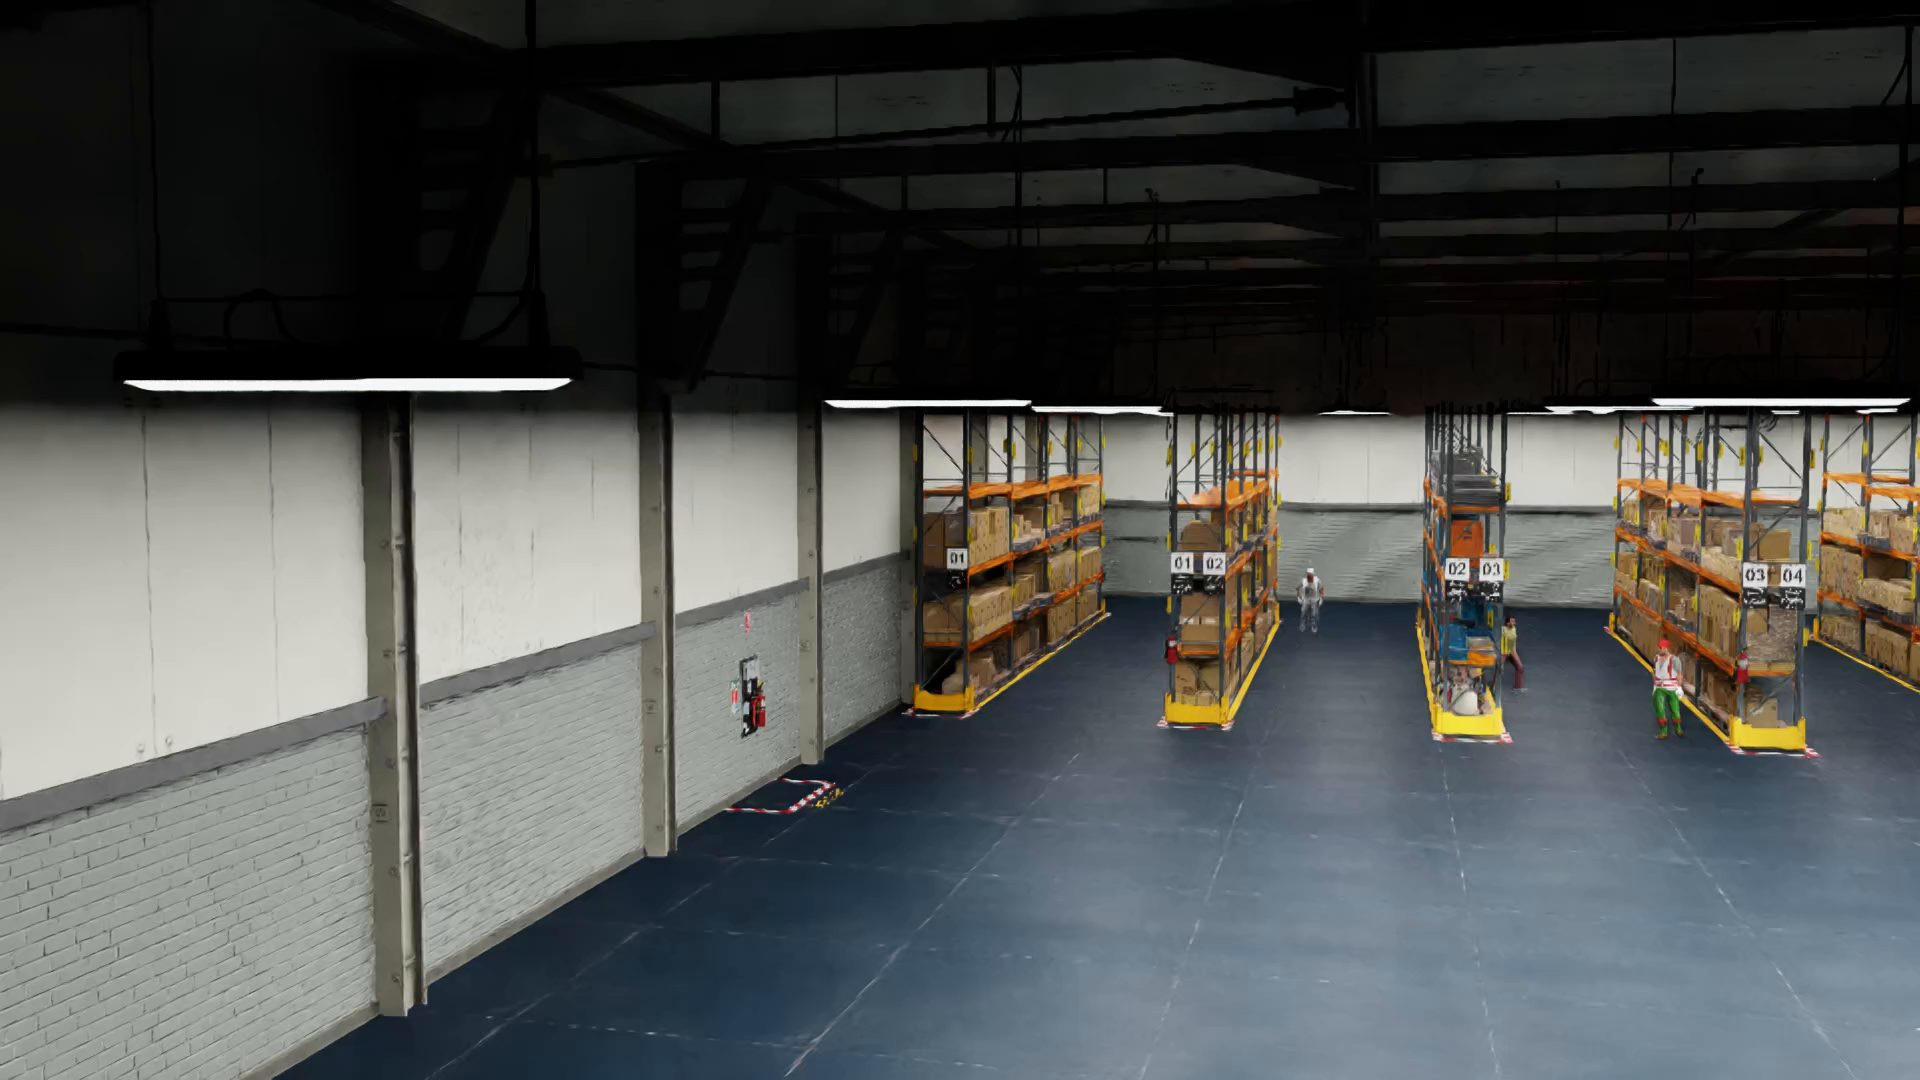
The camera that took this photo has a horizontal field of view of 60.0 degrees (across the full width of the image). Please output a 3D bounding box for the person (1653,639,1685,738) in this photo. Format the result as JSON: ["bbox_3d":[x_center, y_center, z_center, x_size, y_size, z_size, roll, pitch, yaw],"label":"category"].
[{"bbox_3d":[12.674,2.646,29.729,0.573,1.774,0.580,-4,6,-40],"label":"person"}]

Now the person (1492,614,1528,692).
[{"bbox_3d":[11.404,2.347,34.635,0.570,1.630,0.697,-1,4,-17],"label":"person"}]

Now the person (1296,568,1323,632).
[{"bbox_3d":[9.291,1.602,44.181,0.702,1.735,0.548,1,4,13],"label":"person"}]
